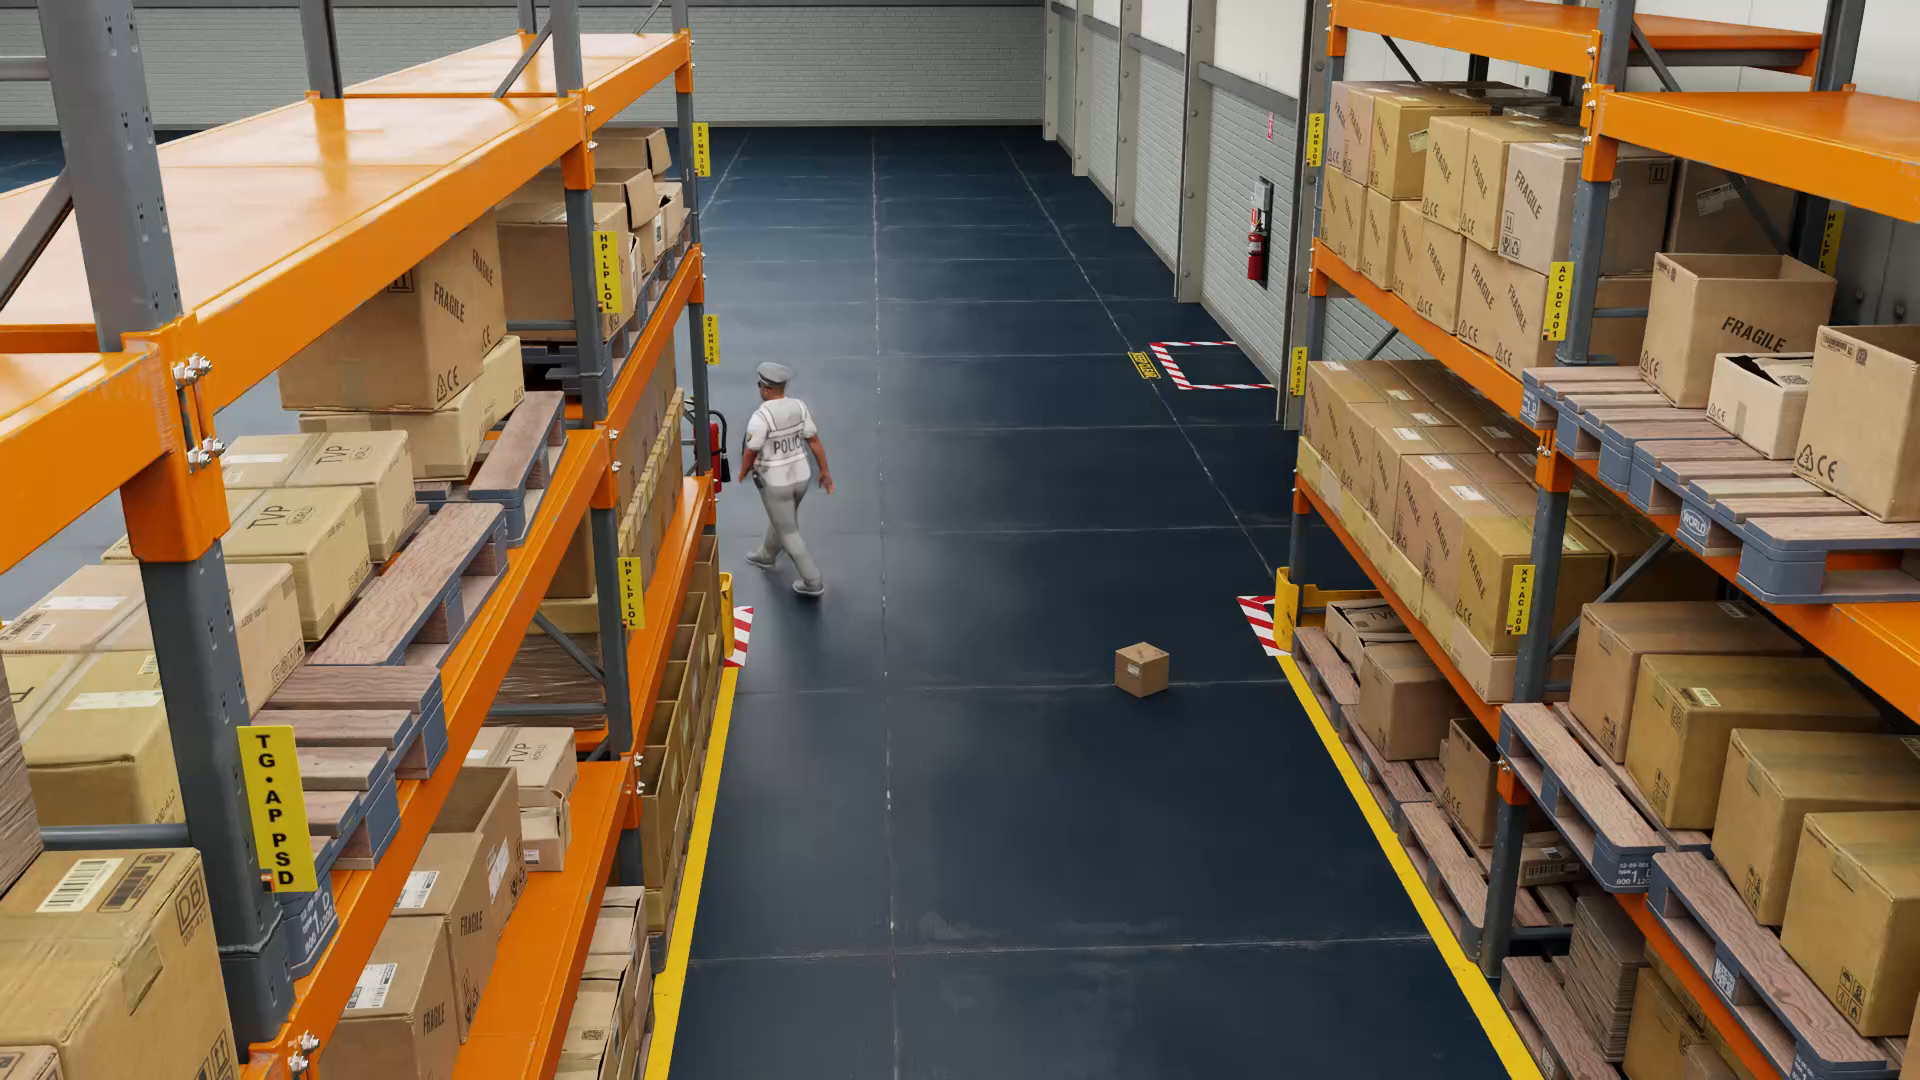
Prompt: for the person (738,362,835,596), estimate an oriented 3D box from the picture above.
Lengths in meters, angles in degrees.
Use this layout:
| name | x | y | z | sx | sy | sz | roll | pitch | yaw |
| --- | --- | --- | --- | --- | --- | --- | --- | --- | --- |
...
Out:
| name | x | y | z | sx | sy | sz | roll | pitch | yaw |
| --- | --- | --- | --- | --- | --- | --- | --- | --- | --- |
| person | -1.377 | -0.492 | 12.332 | 0.988 | 1.725 | 0.625 | 16 | 25 | 36 |
